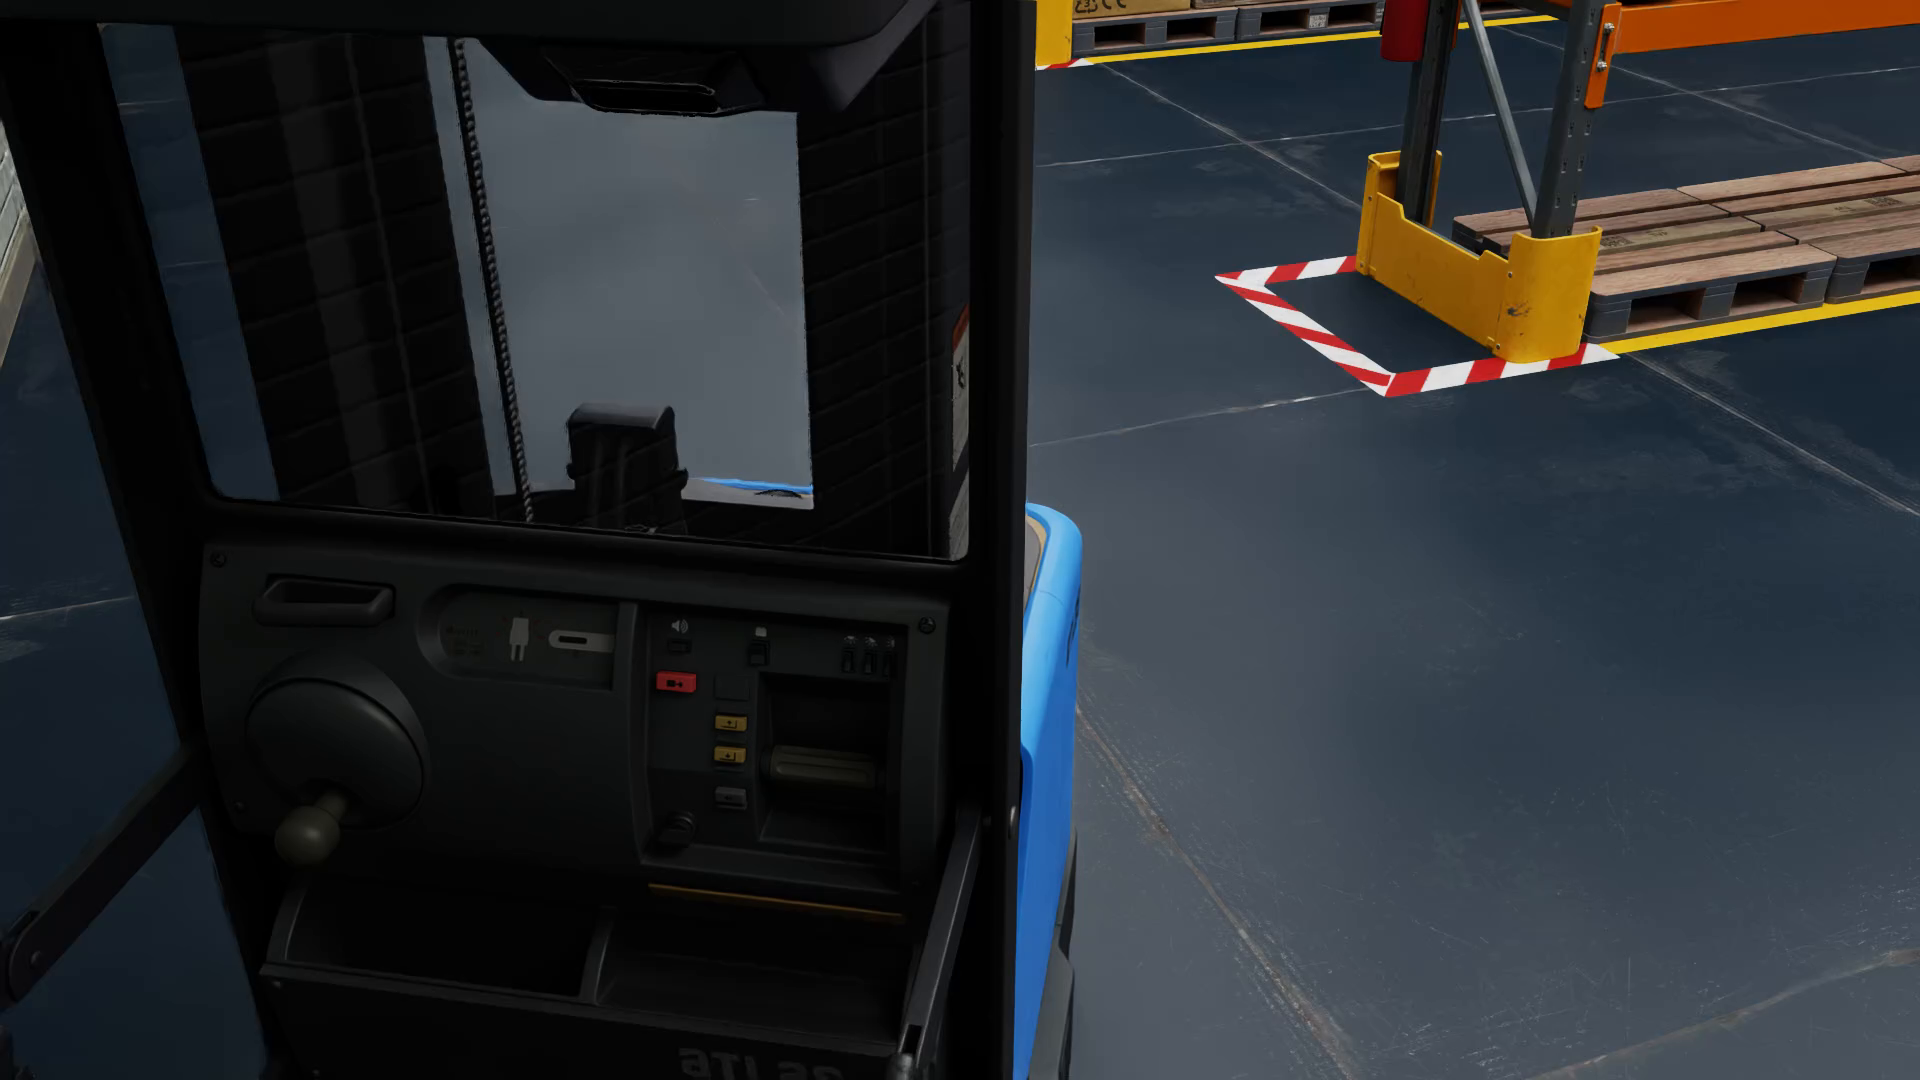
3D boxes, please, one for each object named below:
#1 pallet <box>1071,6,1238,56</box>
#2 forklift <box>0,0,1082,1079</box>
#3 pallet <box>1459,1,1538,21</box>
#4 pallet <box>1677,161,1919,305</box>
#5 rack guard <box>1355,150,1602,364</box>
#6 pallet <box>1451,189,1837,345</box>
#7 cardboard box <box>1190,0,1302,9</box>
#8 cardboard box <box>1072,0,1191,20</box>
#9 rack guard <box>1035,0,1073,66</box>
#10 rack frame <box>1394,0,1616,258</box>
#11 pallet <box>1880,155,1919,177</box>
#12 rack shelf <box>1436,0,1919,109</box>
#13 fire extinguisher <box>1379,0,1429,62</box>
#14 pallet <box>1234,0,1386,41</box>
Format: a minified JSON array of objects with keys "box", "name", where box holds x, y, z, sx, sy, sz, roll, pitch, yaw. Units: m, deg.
[{"box":[1.106,-3.549,11.266,1.213,0.211,1.003,-10,31,-18],"name":"pallet"},{"box":[-0.510,0.268,1.819,1.130,2.935,3.031,5,30,8],"name":"forklift"},{"box":[3.393,-3.970,12.005,1.213,0.211,1.003,-10,31,-18],"name":"pallet"},{"box":[4.039,-1.410,7.511,1.213,0.211,1.003,-10,31,-18],"name":"pallet"},{"box":[2.093,-1.192,6.837,0.348,0.500,1.175,-10,31,-18],"name":"rack guard"},{"box":[2.898,-1.201,7.145,1.213,0.211,1.003,-10,31,-18],"name":"pallet"},{"box":[1.809,-4.150,11.226,0.875,0.875,0.875,-10,31,-18],"name":"cardboard box"},{"box":[0.956,-3.993,10.951,0.875,0.875,0.875,-10,31,-18],"name":"cardboard box"},{"box":[0.362,-3.496,10.881,0.348,0.500,1.175,-10,31,-18],"name":"rack guard"},{"box":[2.111,-2.288,6.236,0.127,3.000,1.000,-10,31,-18],"name":"rack frame"},{"box":[5.184,-1.622,7.884,1.213,0.211,1.003,-10,31,-18],"name":"pallet"},{"box":[3.986,-2.321,7.020,4.000,0.370,1.077,-10,31,-18],"name":"rack shelf"},{"box":[1.811,-2.277,6.672,0.183,0.674,0.296,-10,31,-18],"name":"fire extinguisher"},{"box":[2.248,-3.758,11.632,1.213,0.211,1.003,-10,31,-18],"name":"pallet"}]
